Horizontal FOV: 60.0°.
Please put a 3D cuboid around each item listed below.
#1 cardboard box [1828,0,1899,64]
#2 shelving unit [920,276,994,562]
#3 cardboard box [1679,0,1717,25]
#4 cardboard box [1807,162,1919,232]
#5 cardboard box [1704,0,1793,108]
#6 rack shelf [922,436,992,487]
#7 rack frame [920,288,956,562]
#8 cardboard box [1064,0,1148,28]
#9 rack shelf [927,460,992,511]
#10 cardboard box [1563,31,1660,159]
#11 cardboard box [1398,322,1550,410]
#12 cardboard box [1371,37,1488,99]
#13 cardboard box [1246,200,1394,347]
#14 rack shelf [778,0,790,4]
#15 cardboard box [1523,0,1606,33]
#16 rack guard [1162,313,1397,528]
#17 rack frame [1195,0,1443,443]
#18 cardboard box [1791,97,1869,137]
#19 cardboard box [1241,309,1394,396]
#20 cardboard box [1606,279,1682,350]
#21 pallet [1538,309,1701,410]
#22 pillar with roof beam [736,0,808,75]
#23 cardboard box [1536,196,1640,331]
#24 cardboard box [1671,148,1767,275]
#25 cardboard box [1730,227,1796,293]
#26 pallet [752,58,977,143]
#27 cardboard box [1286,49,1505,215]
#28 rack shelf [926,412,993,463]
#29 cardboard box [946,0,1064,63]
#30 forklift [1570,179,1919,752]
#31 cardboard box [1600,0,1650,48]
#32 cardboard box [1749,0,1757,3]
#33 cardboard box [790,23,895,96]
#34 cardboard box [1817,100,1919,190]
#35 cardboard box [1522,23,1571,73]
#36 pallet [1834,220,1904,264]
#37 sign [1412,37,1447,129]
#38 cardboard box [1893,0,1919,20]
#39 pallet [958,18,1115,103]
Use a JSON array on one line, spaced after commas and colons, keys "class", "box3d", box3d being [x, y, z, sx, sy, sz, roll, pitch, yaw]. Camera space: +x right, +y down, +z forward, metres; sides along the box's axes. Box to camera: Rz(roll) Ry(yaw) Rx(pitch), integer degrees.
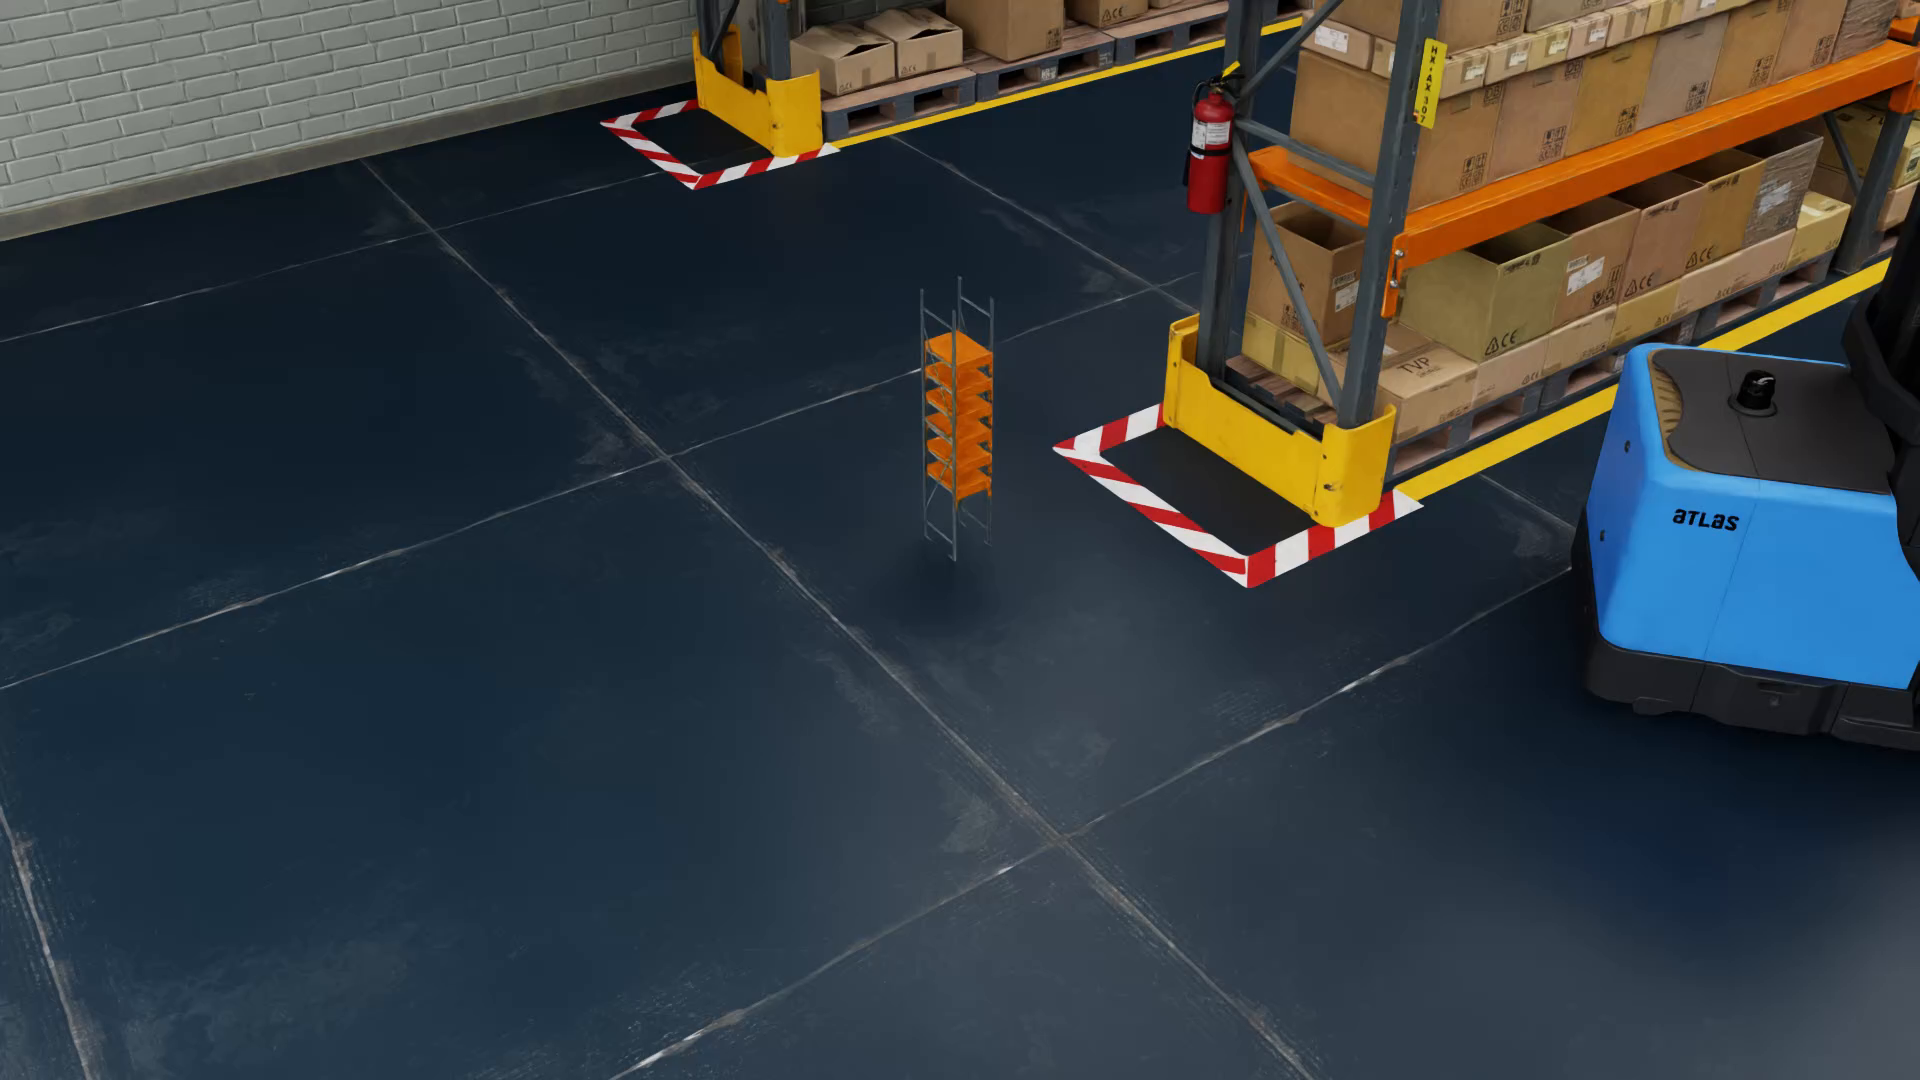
[{"class": "cardboard box", "box3d": [4.364, -2.835, 8.537, 0.500, 0.500, 0.700, -24, 42, -29]}, {"class": "shelving unit", "box3d": [-0.012, -0.482, 6.893, 0.189, 1.200, 0.258, -22, 41, -28]}, {"class": "cardboard box", "box3d": [3.155, -2.451, 7.448, 0.250, 0.149, 0.380, -22, 41, -27]}, {"class": "cardboard box", "box3d": [5.195, -2.018, 9.483, 0.500, 0.250, 0.500, -23, 42, -29]}, {"class": "cardboard box", "box3d": [3.524, -2.488, 8.054, 0.500, 0.500, 0.700, -22, 41, -27]}, {"class": "rack shelf", "box3d": [-0.012, -0.349, 6.989, 0.180, 0.103, 0.258, -22, 41, -28]}, {"class": "rack frame", "box3d": [-0.087, -0.451, 6.850, 0.006, 1.200, 0.240, -22, 41, -28]}, {"class": "cardboard box", "box3d": [1.041, -4.105, 12.153, 0.500, 0.500, 0.500, -26, 43, -31]}, {"class": "rack shelf", "box3d": [-0.012, -0.251, 7.059, 0.180, 0.103, 0.258, -22, 41, -28]}, {"class": "cardboard box", "box3d": [2.678, -2.136, 7.565, 0.500, 0.500, 0.700, -22, 41, -28]}, {"class": "cardboard box", "box3d": [2.426, -0.900, 7.927, 0.500, 0.250, 0.500, -22, 41, -28]}, {"class": "cardboard box", "box3d": [1.898, -1.935, 6.730, 0.250, 0.149, 0.380, -23, 41, -28]}, {"class": "cardboard box", "box3d": [1.720, -1.282, 7.817, 0.500, 0.500, 0.500, -22, 41, -28]}, {"class": "rack shelf", "box3d": [0.231, -4.345, 11.338, 4.000, 0.370, 1.077, -22, 41, -28]}, {"class": "cardboard box", "box3d": [2.312, -2.517, 6.984, 0.500, 0.500, 0.700, -24, 42, -29]}, {"class": "rack guard", "box3d": [1.434, -0.578, 7.626, 0.348, 0.500, 1.175, -22, 41, -28]}, {"class": "rack frame", "box3d": [1.453, -1.601, 6.908, 0.127, 3.000, 1.000, -22, 41, -28]}, {"class": "cardboard box", "box3d": [4.889, -2.502, 9.674, 0.500, 0.311, 0.500, -22, 41, -28]}, {"class": "cardboard box", "box3d": [1.721, -0.977, 8.035, 0.500, 0.250, 0.500, -22, 41, -28]}, {"class": "cardboard box", "box3d": [3.247, -1.234, 8.391, 0.500, 0.250, 0.500, -22, 41, -28]}, {"class": "pallet", "box3d": [3.050, -1.155, 8.674, 1.213, 0.211, 1.003, -22, 41, -28]}, {"class": "pillar with roof beam", "box3d": [1.150, -4.994, 6.486, 0.400, 9.000, 9.100, -22, 41, -28]}, {"class": "cardboard box", "box3d": [2.829, -1.378, 7.949, 0.500, 0.500, 0.500, -22, 41, -28]}, {"class": "cardboard box", "box3d": [3.648, -1.713, 8.415, 0.500, 0.500, 0.500, -22, 41, -28]}, {"class": "cardboard box", "box3d": [4.055, -1.577, 8.869, 0.500, 0.250, 0.500, -22, 41, -28]}, {"class": "pallet", "box3d": [-0.657, -3.114, 11.399, 1.213, 0.211, 1.003, -22, 41, -28]}, {"class": "cardboard box", "box3d": [1.842, -1.793, 7.088, 0.500, 0.500, 0.700, -22, 41, -28]}, {"class": "rack shelf", "box3d": [-0.012, -0.446, 6.919, 0.180, 0.103, 0.258, -22, 41, -28]}, {"class": "cardboard box", "box3d": [0.308, -3.733, 11.635, 0.500, 0.500, 0.700, -25, 43, -31]}, {"class": "forklift", "box3d": [3.959, -0.626, 5.610, 3.031, 2.935, 1.130, 8, 37, 11]}, {"class": "cardboard box", "box3d": [2.741, -2.283, 7.213, 0.250, 0.149, 0.380, -24, 42, -29]}, {"class": "cardboard box", "box3d": [3.585, -2.631, 7.697, 0.250, 0.149, 0.380, -21, 41, -27]}, {"class": "cardboard box", "box3d": [-0.786, -3.241, 11.114, 0.500, 0.311, 0.500, -28, 44, -33]}, {"class": "cardboard box", "box3d": [5.204, -2.249, 9.323, 0.500, 0.311, 0.500, -22, 41, -28]}, {"class": "cardboard box", "box3d": [2.317, -2.108, 6.971, 0.250, 0.149, 0.380, -22, 41, -28]}, {"class": "pallet", "box3d": [5.303, -2.081, 9.963, 1.213, 0.211, 1.003, -22, 41, -28]}, {"class": "sign", "box3d": [1.768, -1.718, 6.261, 0.005, 0.325, 0.100, -22, 41, -28]}, {"class": "cardboard box", "box3d": [5.100, -3.072, 9.081, 0.500, 0.250, 0.500, -20, 40, -25]}, {"class": "pallet", "box3d": [0.339, -3.522, 11.966, 1.213, 0.211, 1.003, -22, 41, -28]}]
